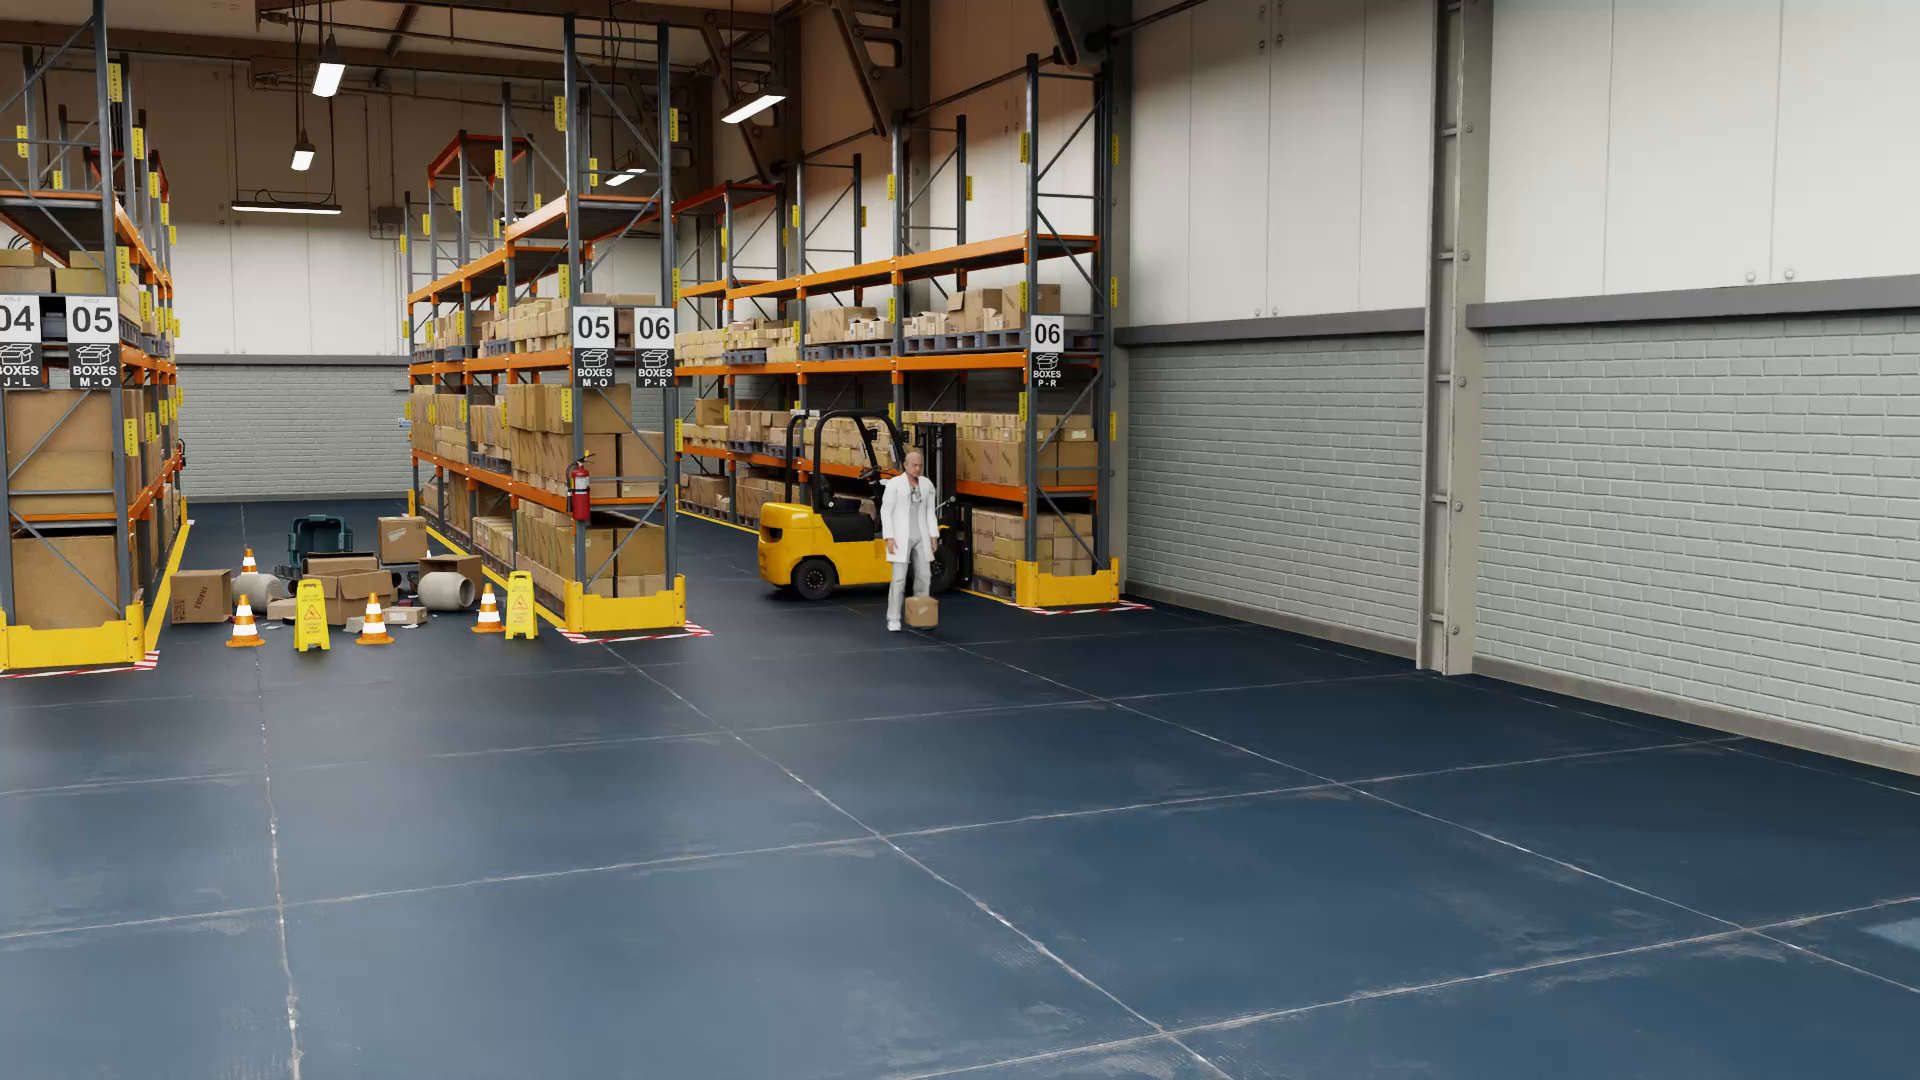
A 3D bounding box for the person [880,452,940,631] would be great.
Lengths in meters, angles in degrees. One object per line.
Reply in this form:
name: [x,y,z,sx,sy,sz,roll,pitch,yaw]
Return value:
person: [-0.491,0.021,16.628,0.612,1.743,0.426,-3,6,-26]
